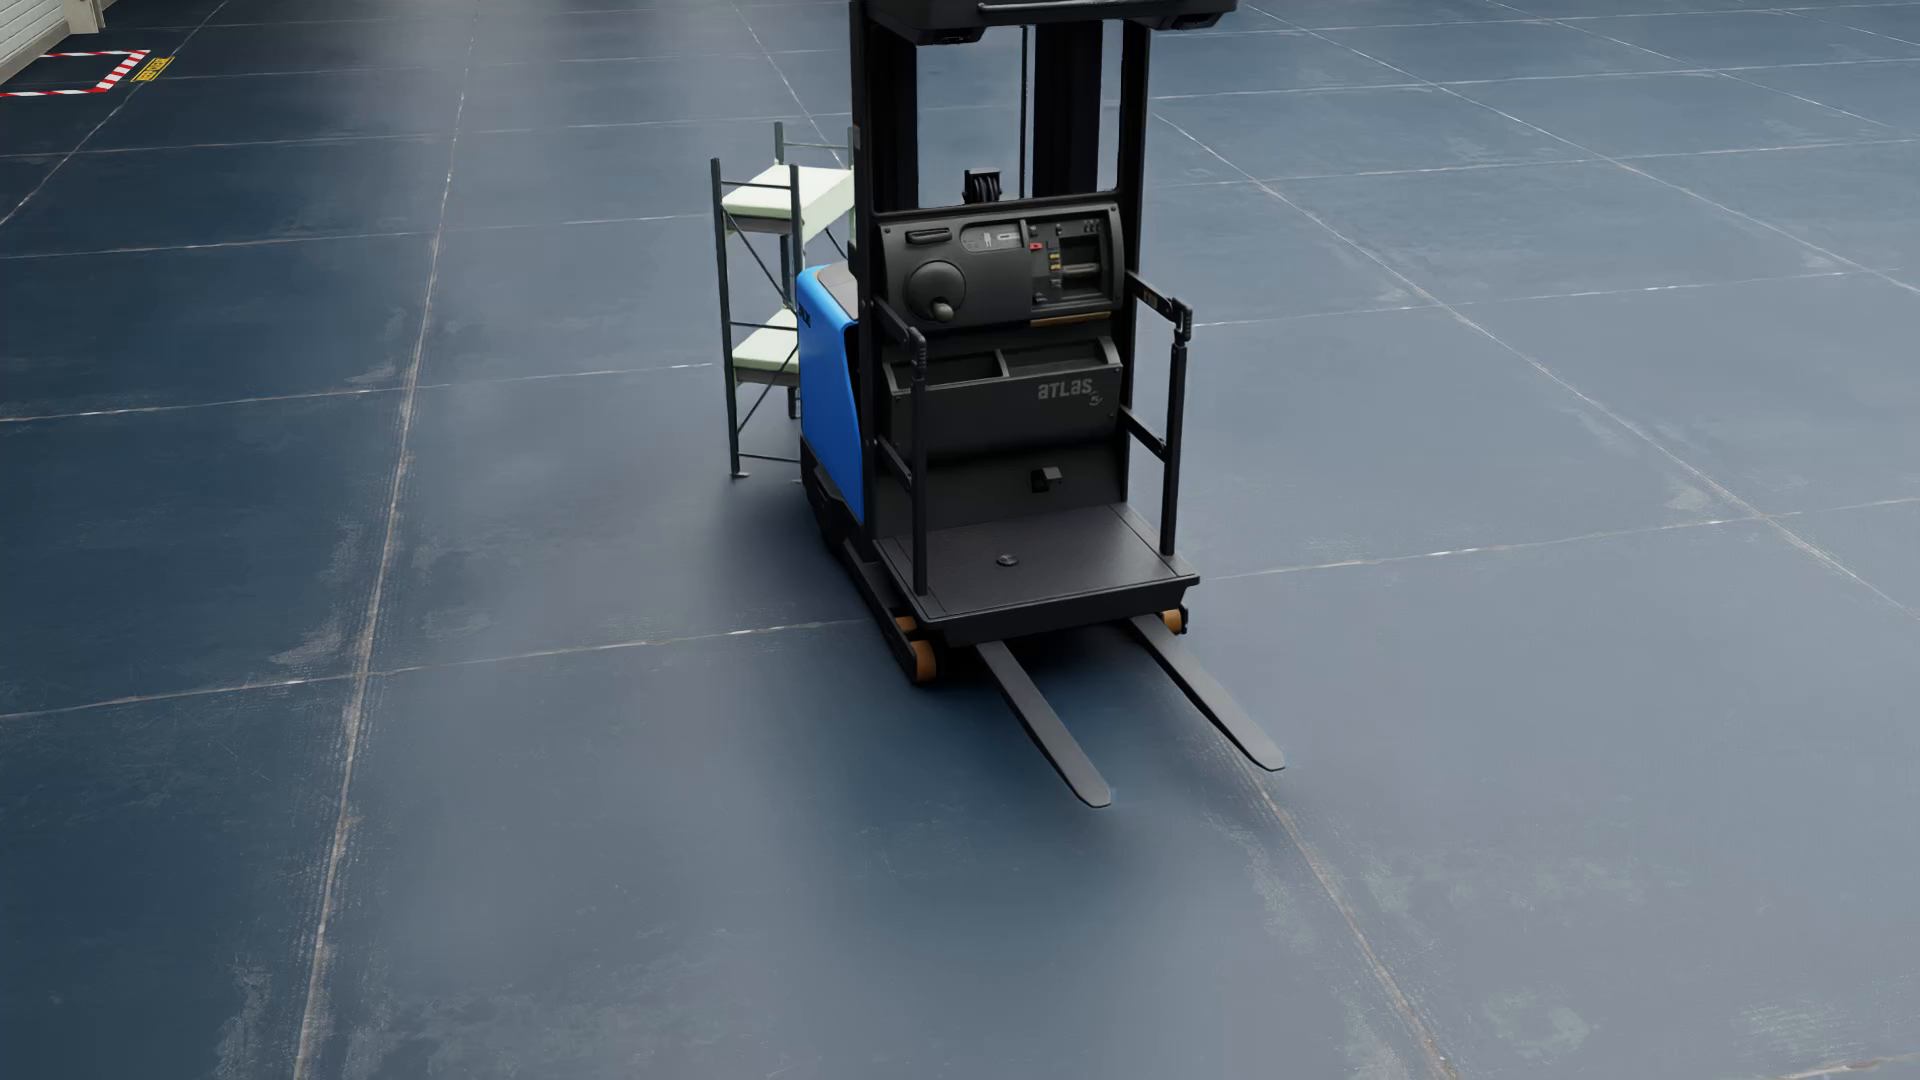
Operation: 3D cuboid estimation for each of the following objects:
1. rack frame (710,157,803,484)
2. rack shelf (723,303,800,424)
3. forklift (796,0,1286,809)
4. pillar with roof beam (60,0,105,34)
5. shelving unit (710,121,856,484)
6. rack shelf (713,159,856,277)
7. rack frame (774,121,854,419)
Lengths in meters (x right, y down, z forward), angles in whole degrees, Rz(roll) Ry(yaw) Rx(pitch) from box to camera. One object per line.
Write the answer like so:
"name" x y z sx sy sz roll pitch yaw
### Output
"rack frame" -0.885 -0.958 7.484 0.400 1.500 0.023 7 28 14
"rack shelf" -0.782 -0.826 7.945 0.431 0.370 0.720 7 28 14
"forklift" 0.235 -0.979 5.937 1.130 2.935 3.031 -9 28 -17
"pillar with roof beam" -5.500 -10.110 17.294 9.100 9.000 0.400 -6 27 -12
"shelving unit" -0.782 -1.117 7.798 0.431 1.500 0.755 7 28 14
"rack shelf" -0.782 -1.465 7.622 0.431 0.370 0.720 7 28 14
"rack frame" -0.680 -1.275 8.112 0.400 1.500 0.023 7 28 14
